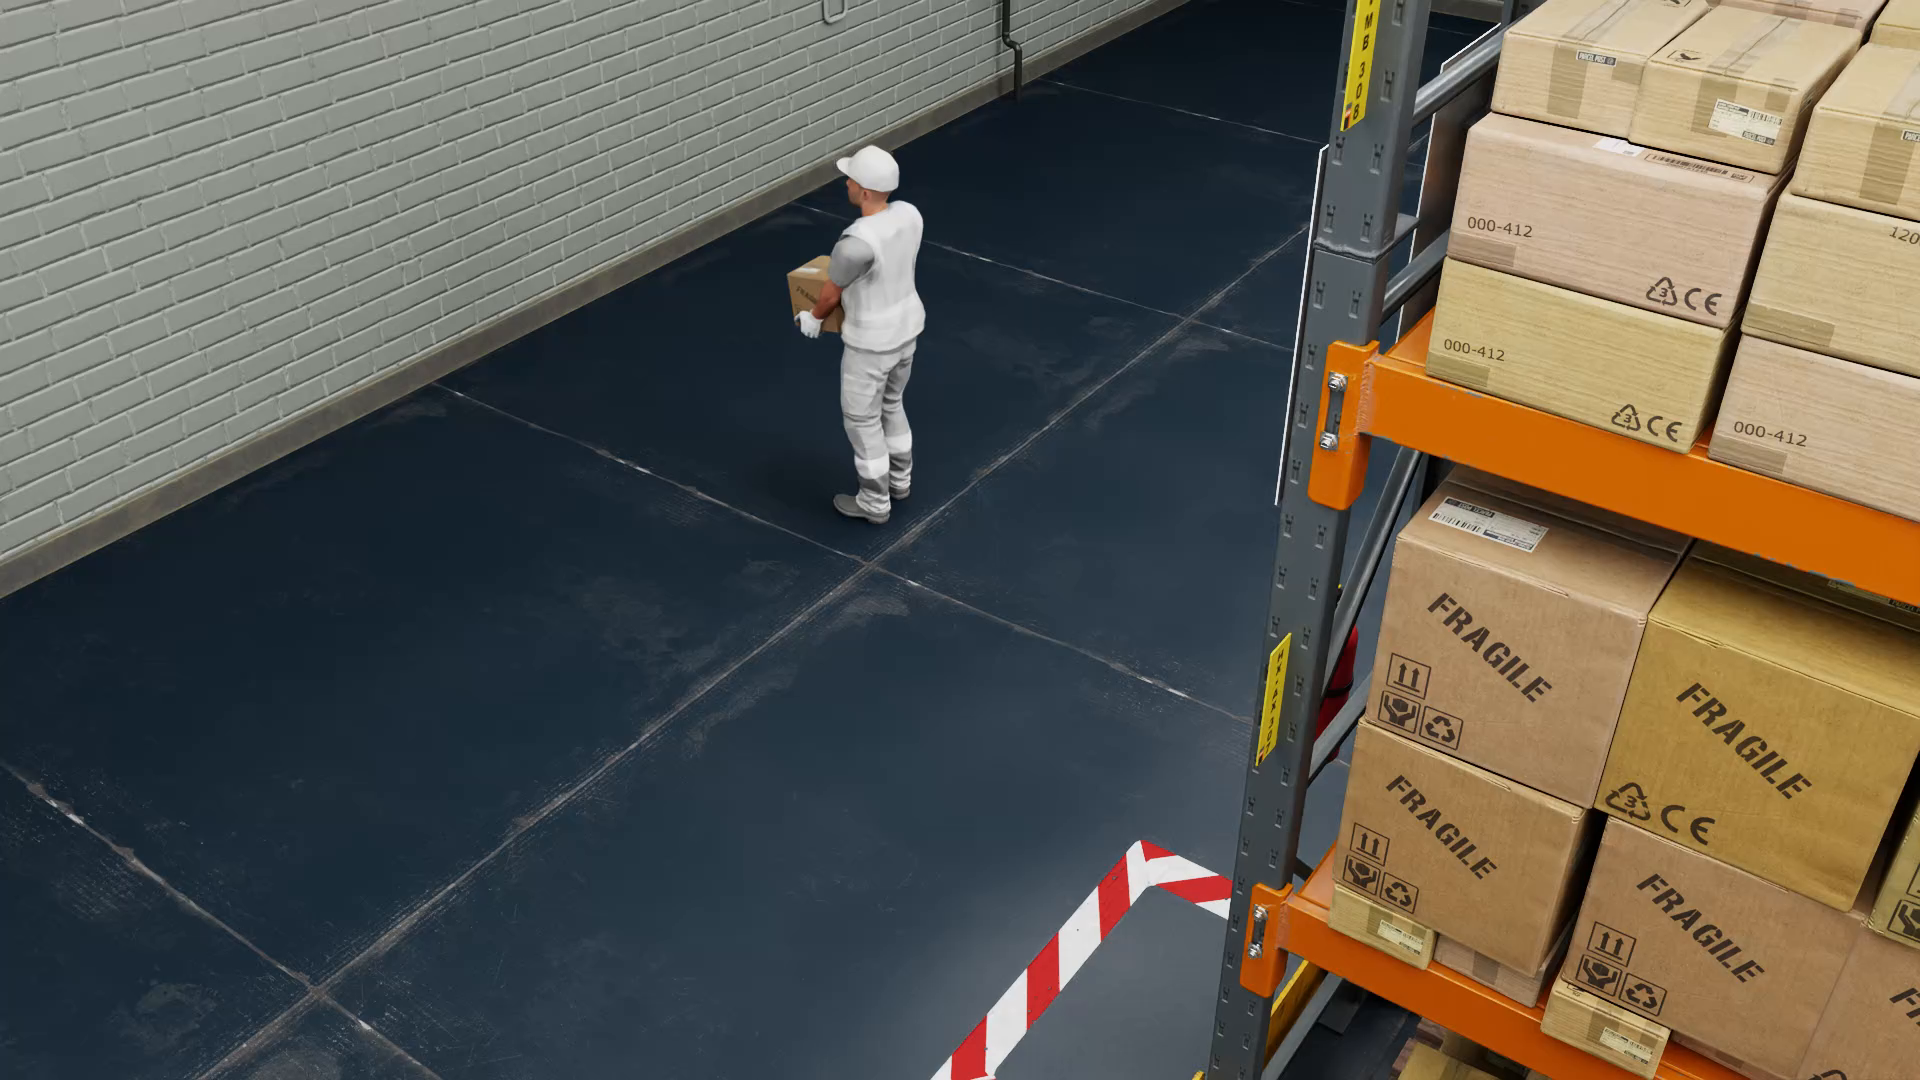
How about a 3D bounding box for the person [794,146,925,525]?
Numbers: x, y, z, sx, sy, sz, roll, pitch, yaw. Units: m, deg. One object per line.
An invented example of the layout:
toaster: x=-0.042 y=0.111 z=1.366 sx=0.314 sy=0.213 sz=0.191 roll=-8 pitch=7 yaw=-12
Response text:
person: x=-0.450 y=-0.934 z=7.493 sx=0.553 sy=1.787 sz=0.495 roll=21 pitch=39 yaw=28
